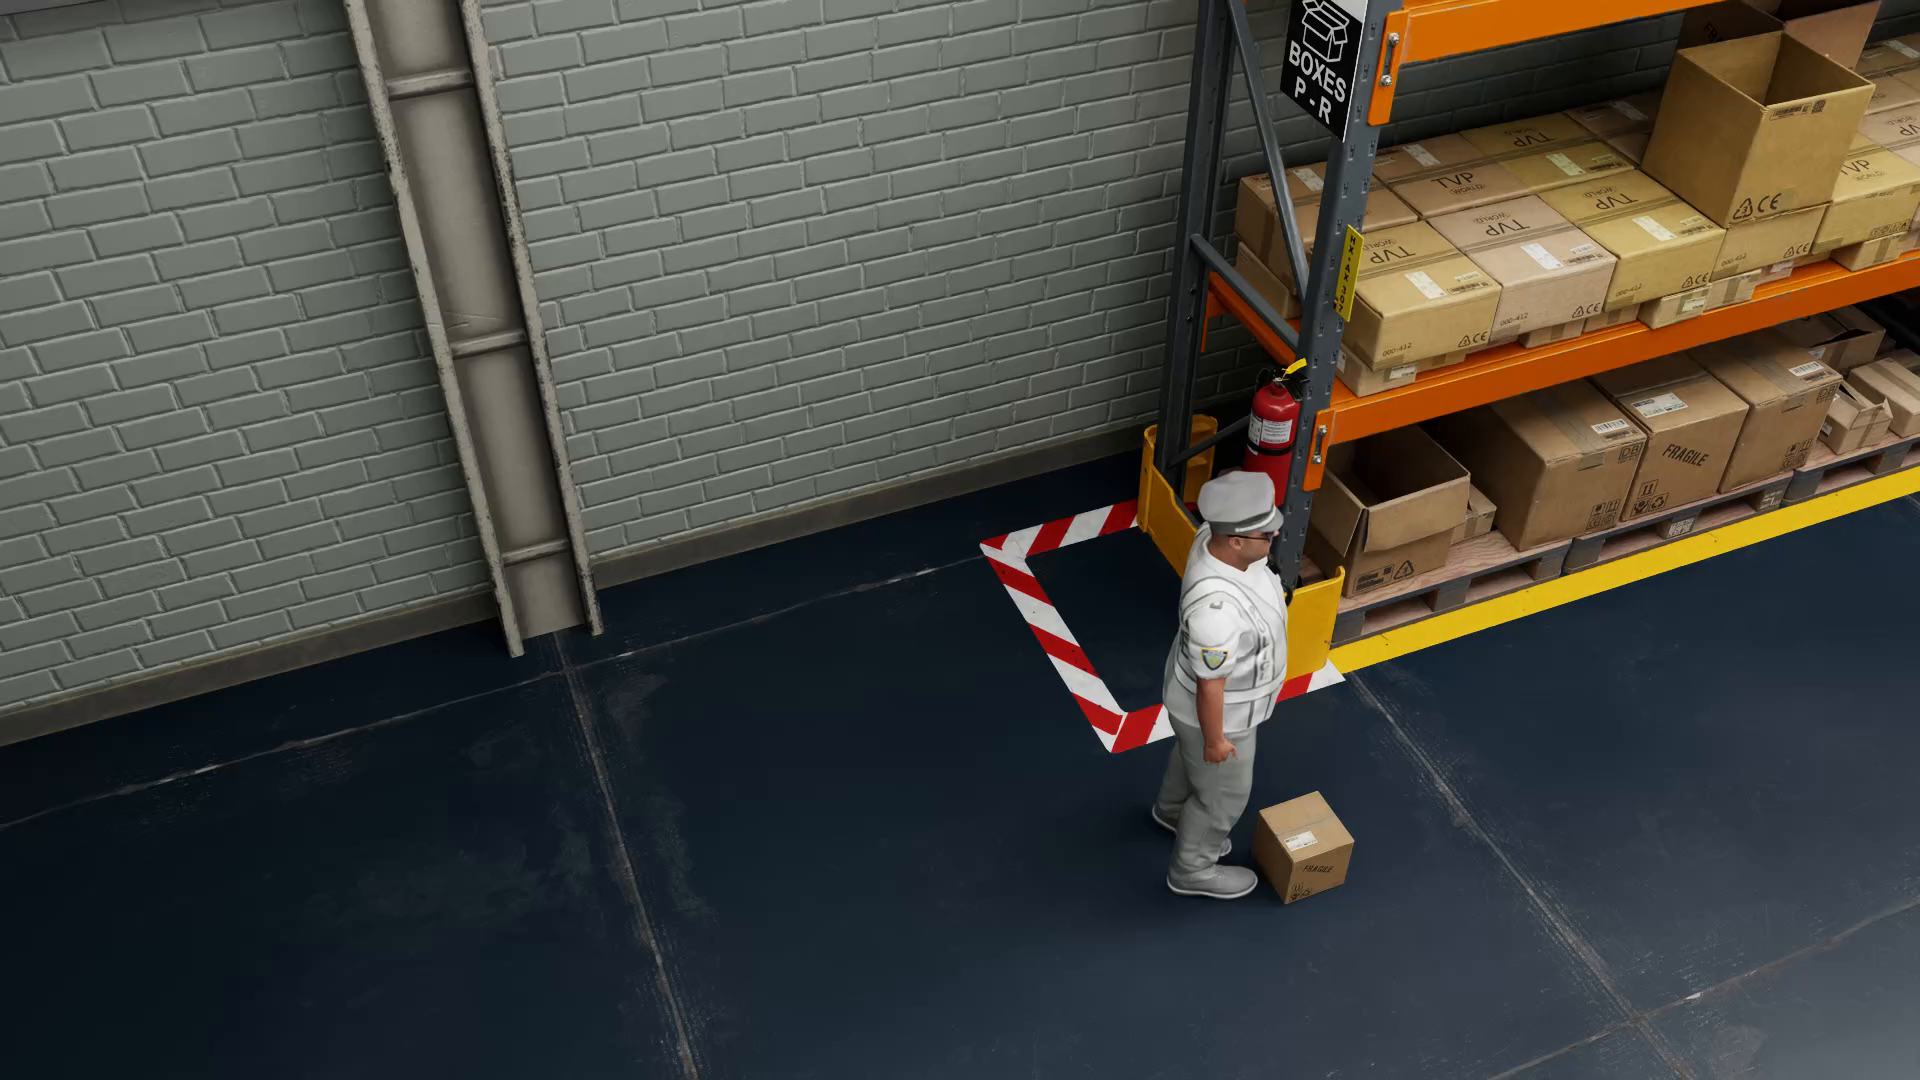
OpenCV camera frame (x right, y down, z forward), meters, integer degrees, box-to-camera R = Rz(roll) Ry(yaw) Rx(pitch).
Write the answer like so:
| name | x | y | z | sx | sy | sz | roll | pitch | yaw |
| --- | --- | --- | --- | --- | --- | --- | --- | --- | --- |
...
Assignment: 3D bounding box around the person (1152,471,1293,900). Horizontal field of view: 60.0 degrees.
| name | x | y | z | sx | sy | sz | roll | pitch | yaw |
| --- | --- | --- | --- | --- | --- | --- | --- | --- | --- |
| person | 0.894 | 0.510 | 5.585 | 0.423 | 1.773 | 0.530 | 8 | 42 | 9 |
